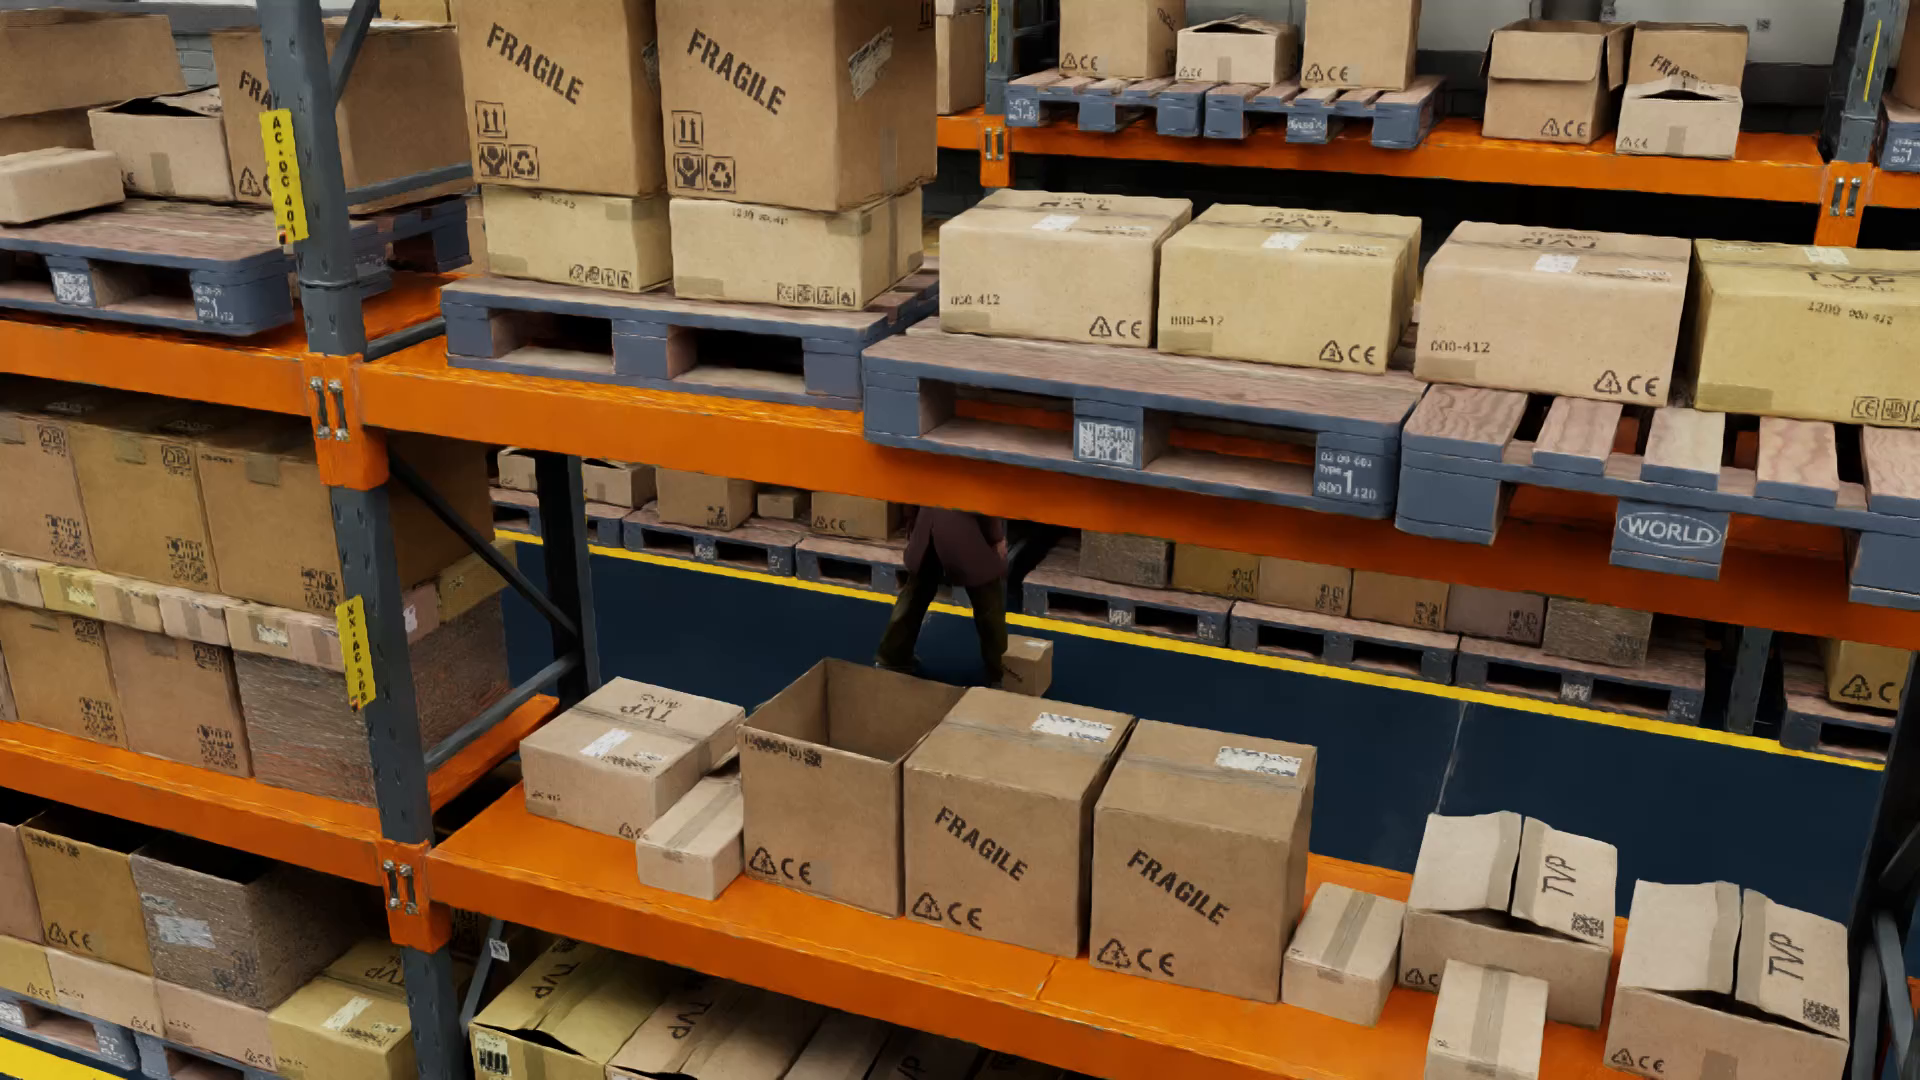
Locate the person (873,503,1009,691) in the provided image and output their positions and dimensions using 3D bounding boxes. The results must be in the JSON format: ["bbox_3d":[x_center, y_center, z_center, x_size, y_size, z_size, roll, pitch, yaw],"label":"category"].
[{"bbox_3d":[-0.059,-0.056,8.498,0.652,1.784,0.670,-19,29,-39],"label":"person"}]
